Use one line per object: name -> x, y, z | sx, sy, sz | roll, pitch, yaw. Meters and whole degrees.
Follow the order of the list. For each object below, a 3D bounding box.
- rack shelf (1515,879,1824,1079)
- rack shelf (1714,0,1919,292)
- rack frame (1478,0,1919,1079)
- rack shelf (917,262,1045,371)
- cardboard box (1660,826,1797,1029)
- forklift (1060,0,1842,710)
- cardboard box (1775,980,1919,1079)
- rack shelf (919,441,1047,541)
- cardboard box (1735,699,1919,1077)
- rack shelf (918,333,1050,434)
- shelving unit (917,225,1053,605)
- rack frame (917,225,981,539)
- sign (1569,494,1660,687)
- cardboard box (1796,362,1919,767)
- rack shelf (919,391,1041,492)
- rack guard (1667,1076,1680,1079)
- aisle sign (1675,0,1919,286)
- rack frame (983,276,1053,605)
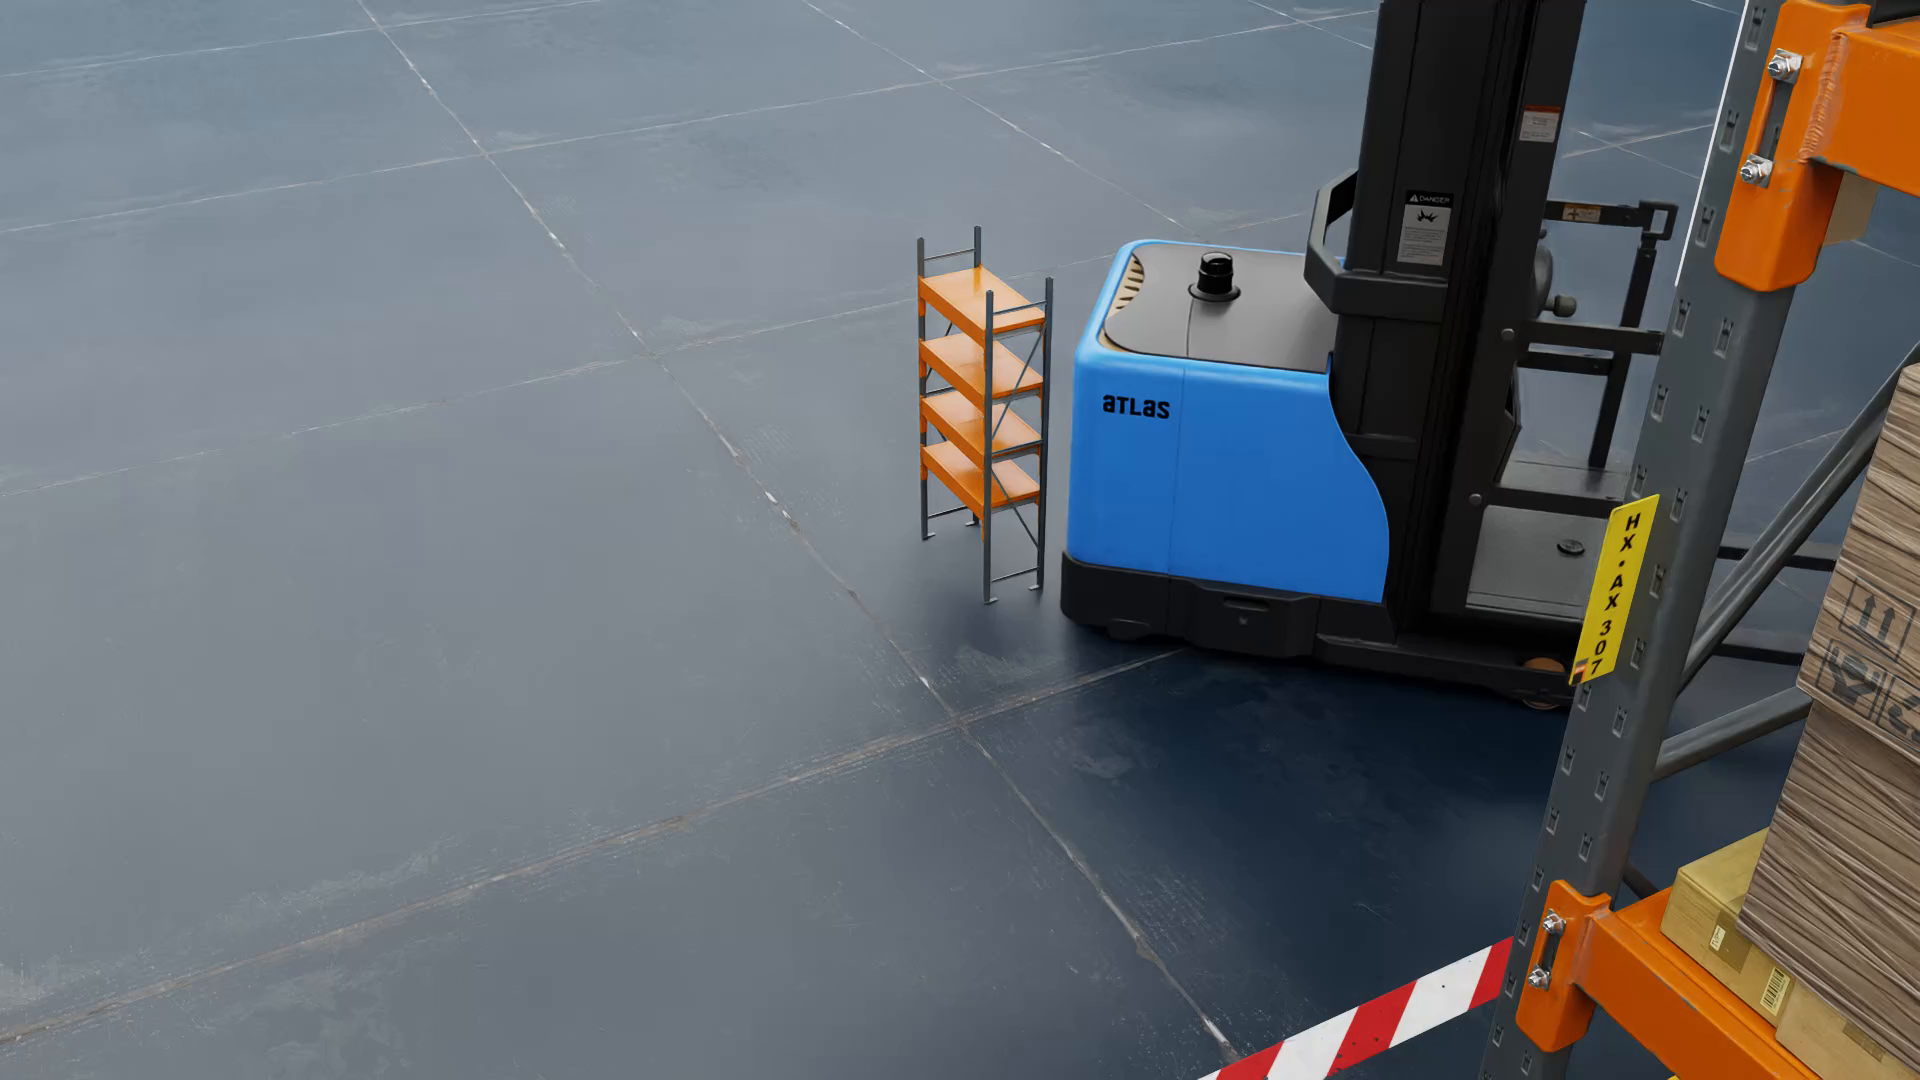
rack shelf -> 2.413, 1.566, 1.692 | 1.077, 0.370, 4.000 | -16, 36, -23
rack shelf -> 2.413, 0.303, 0.883 | 1.077, 0.370, 4.000 | -16, 36, -23
rack frame -> 1.477, 0.309, 2.987 | 0.949, 2.616, 0.053 | -16, 36, -23
rack shelf -> 0.077, -0.757, 5.591 | 0.258, 0.148, 0.480 | -16, 36, -23
cardboard box -> 1.402, 0.610, 2.750 | 0.380, 0.149, 0.250 | -16, 36, -23
forklift -> 1.921, -0.977, 5.058 | 3.031, 2.935, 1.130 | 8, 33, 12
cardboard box -> 1.502, 0.734, 2.556 | 0.380, 0.149, 0.250 | -16, 36, -23
rack shelf -> 0.077, -0.202, 5.946 | 0.258, 0.148, 0.480 | -16, 36, -23
cardboard box -> 1.712, 0.410, 2.460 | 0.875, 0.500, 0.500 | -16, 36, -23
rack shelf -> 0.077, -0.558, 5.719 | 0.258, 0.148, 0.480 | -16, 36, -23
shelving unit -> 0.077, -0.426, 5.803 | 0.258, 1.200, 0.503 | -16, 36, -23
rack frame -> -0.037, -0.543, 5.985 | 0.240, 1.200, 0.015 | -16, 36, -23
sign -> 1.000, 0.080, 2.541 | 0.100, 0.325, 0.005 | -16, 36, -23
cardboard box -> 1.495, 0.051, 2.094 | 0.500, 0.500, 0.500 | -16, 36, -23
rack shelf -> 0.077, -0.370, 5.839 | 0.258, 0.148, 0.480 | -16, 36, -23
rack guard -> 1.516, 1.397, 3.606 | 1.175, 0.500, 0.348 | -16, 36, -23
aisle sign -> 1.186, -0.740, 2.215 | 0.394, 0.787, 0.004 | -16, 36, -23
rack frame -> 0.191, -0.310, 5.621 | 0.240, 1.200, 0.015 | -16, 36, -23
